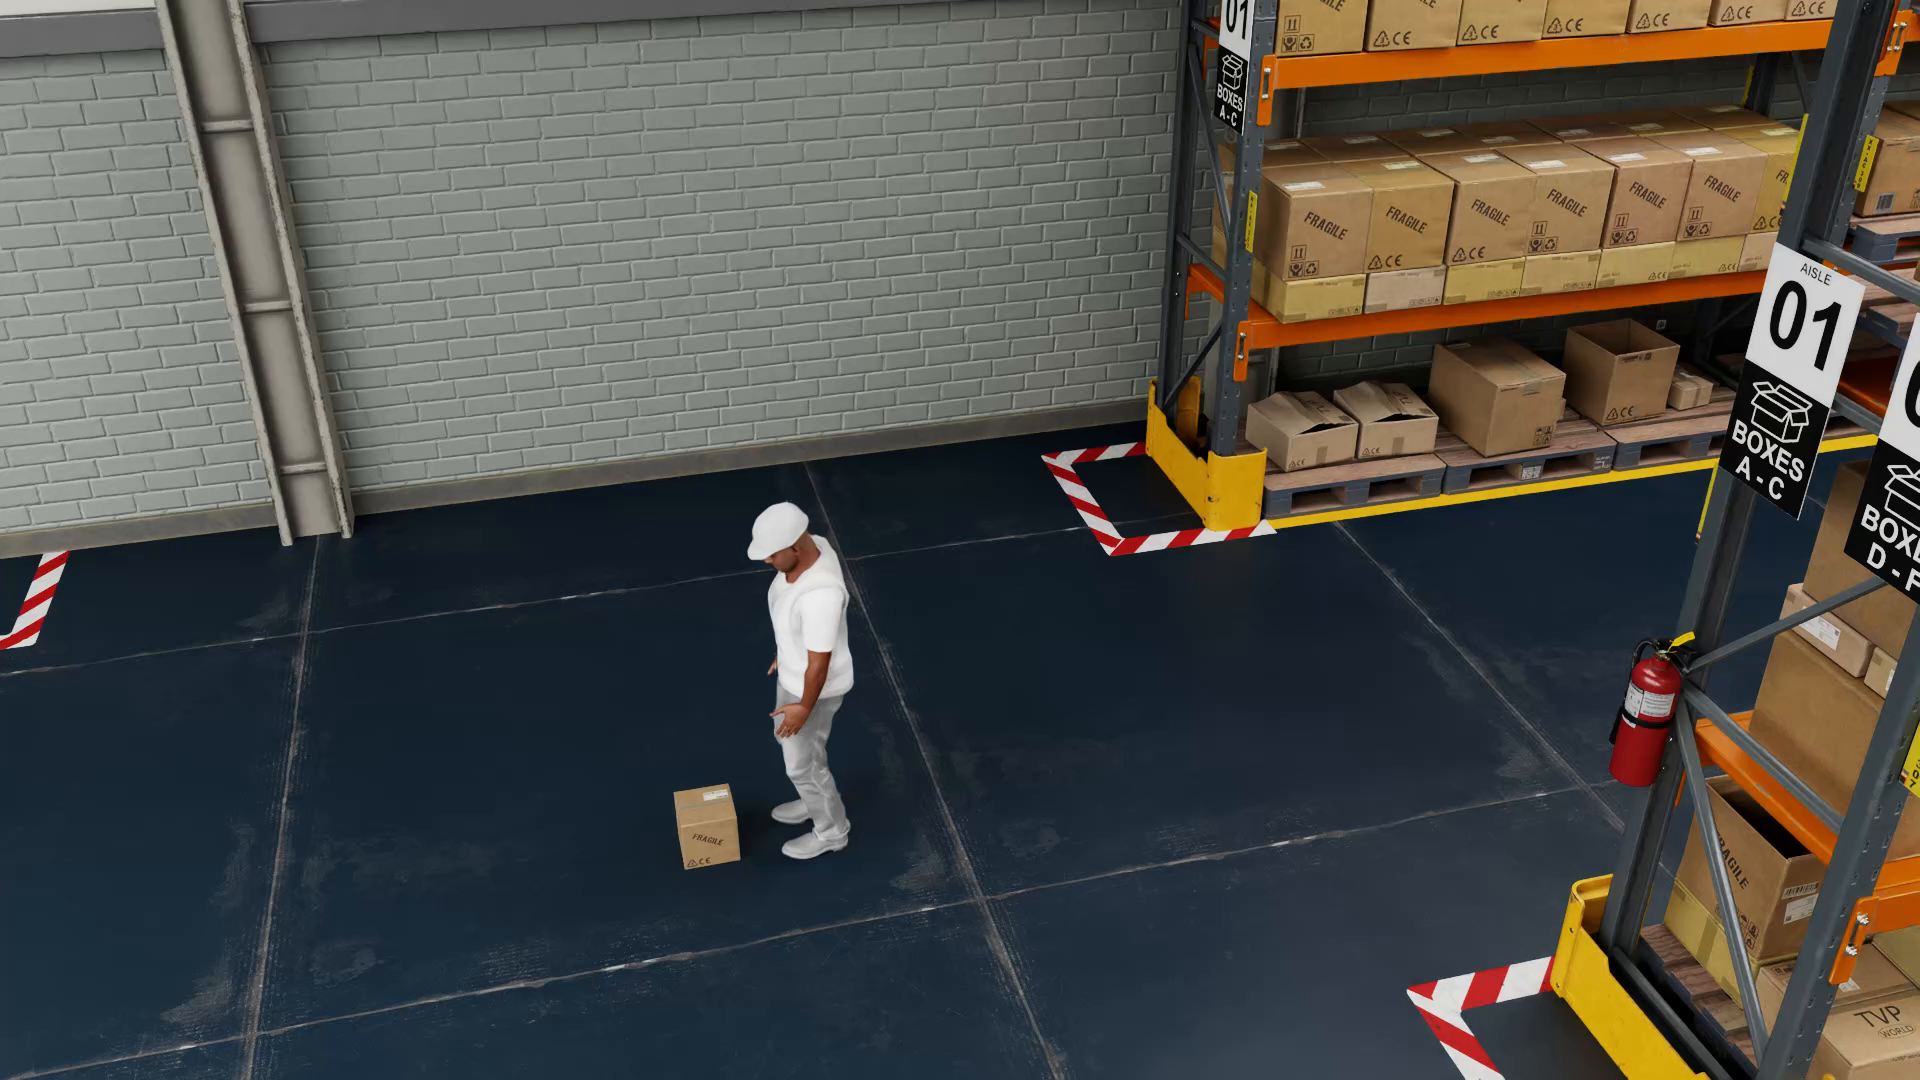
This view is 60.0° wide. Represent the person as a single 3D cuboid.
[{"bbox_3d":[-0.674,0.603,7.206,0.409,1.739,0.581,-7,31,-12],"label":"person"}]
